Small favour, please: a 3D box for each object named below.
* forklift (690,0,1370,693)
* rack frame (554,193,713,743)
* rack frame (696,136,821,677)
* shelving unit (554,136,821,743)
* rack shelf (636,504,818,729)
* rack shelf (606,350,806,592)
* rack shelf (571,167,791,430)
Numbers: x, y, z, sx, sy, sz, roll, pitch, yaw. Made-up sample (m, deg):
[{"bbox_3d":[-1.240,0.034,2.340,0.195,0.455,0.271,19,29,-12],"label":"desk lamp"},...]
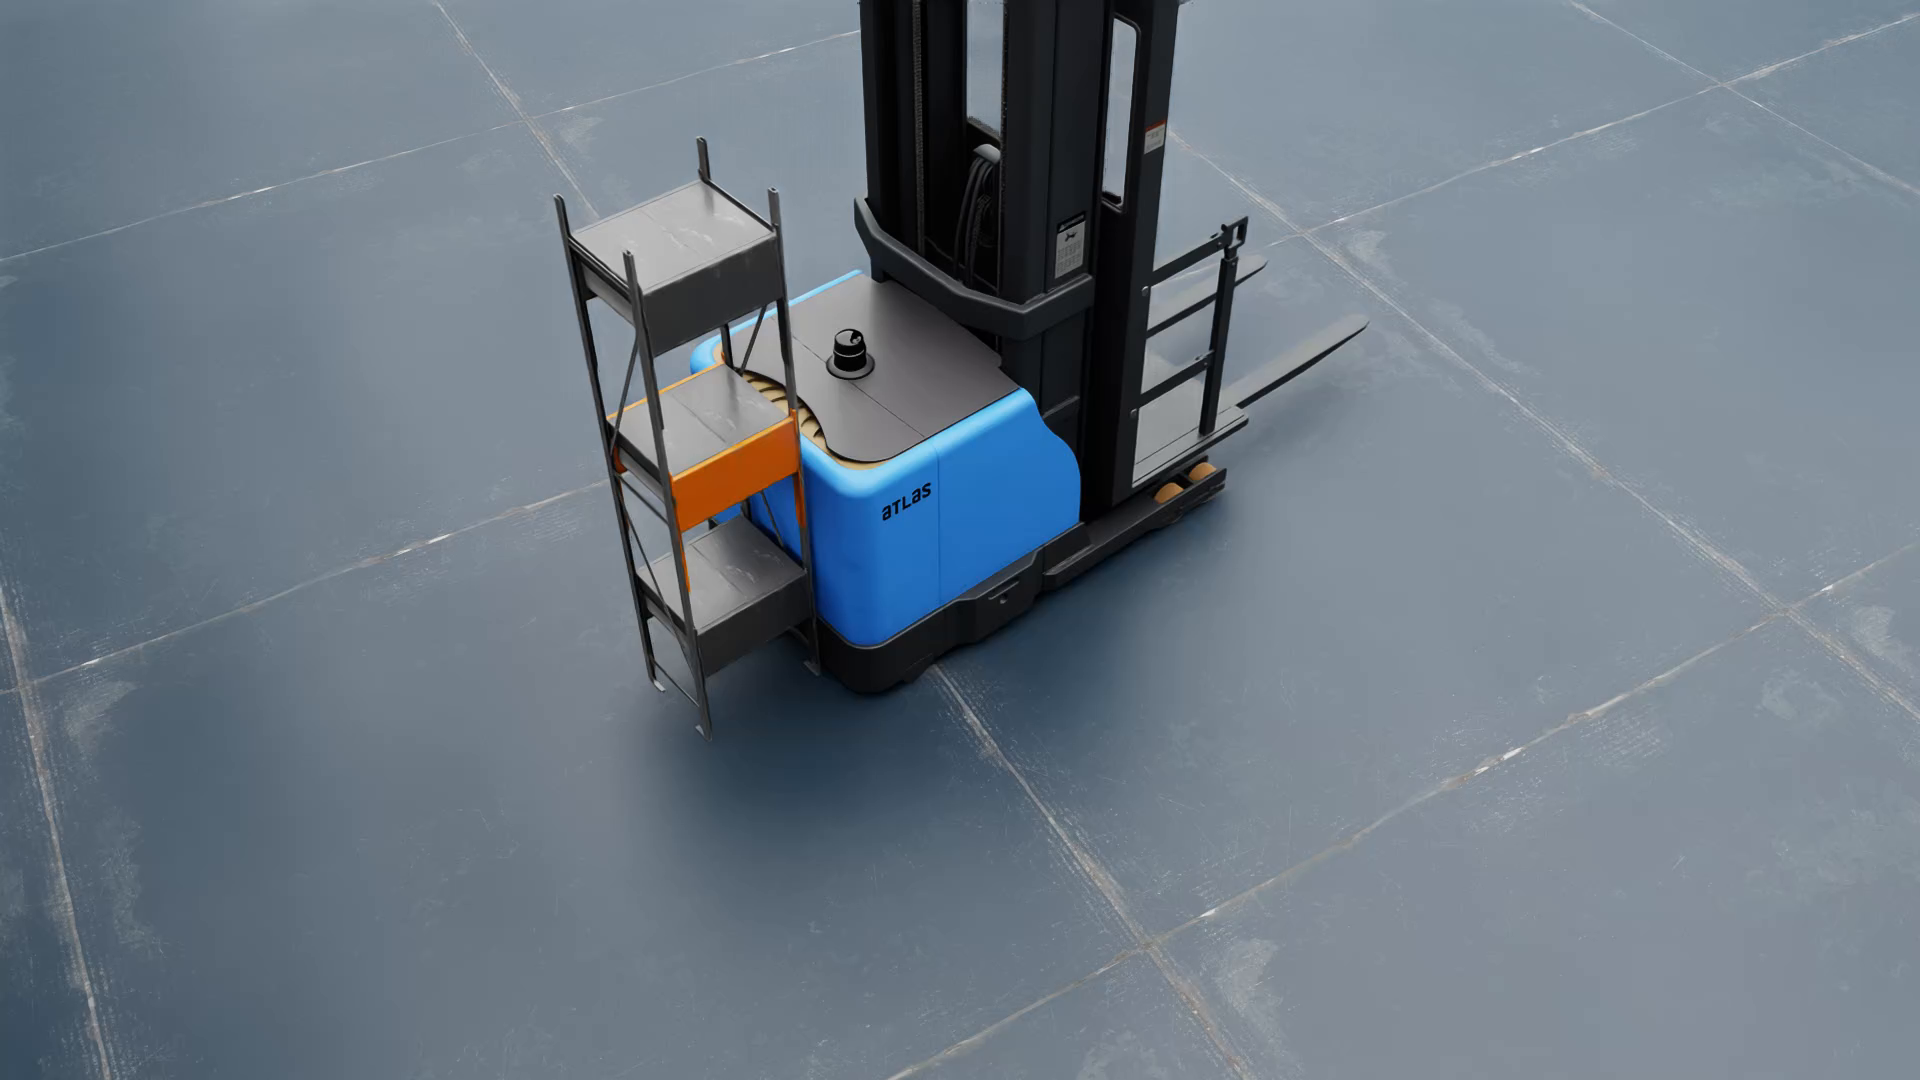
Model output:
[{"bbox_3d":[0.469,-1.372,6.059,3.031,2.935,1.130,-31,52,-28],"label":"forklift"},{"bbox_3d":[-1.027,-0.129,5.376,0.015,2.100,0.400,-31,52,-28],"label":"rack frame"},{"bbox_3d":[-0.655,-0.350,5.603,0.015,2.100,0.400,-31,52,-28],"label":"rack frame"},{"bbox_3d":[-0.841,-0.239,5.489,0.503,2.100,0.431,-31,52,-28],"label":"shelving unit"},{"bbox_3d":[-0.841,0.273,5.986,0.480,0.518,0.431,-31,52,-28],"label":"rack shelf"},{"bbox_3d":[-0.841,-0.230,5.499,0.480,0.518,0.431,-31,52,-28],"label":"rack shelf"},{"bbox_3d":[-0.841,-0.732,5.011,0.480,0.518,0.431,-31,52,-28],"label":"rack shelf"}]
